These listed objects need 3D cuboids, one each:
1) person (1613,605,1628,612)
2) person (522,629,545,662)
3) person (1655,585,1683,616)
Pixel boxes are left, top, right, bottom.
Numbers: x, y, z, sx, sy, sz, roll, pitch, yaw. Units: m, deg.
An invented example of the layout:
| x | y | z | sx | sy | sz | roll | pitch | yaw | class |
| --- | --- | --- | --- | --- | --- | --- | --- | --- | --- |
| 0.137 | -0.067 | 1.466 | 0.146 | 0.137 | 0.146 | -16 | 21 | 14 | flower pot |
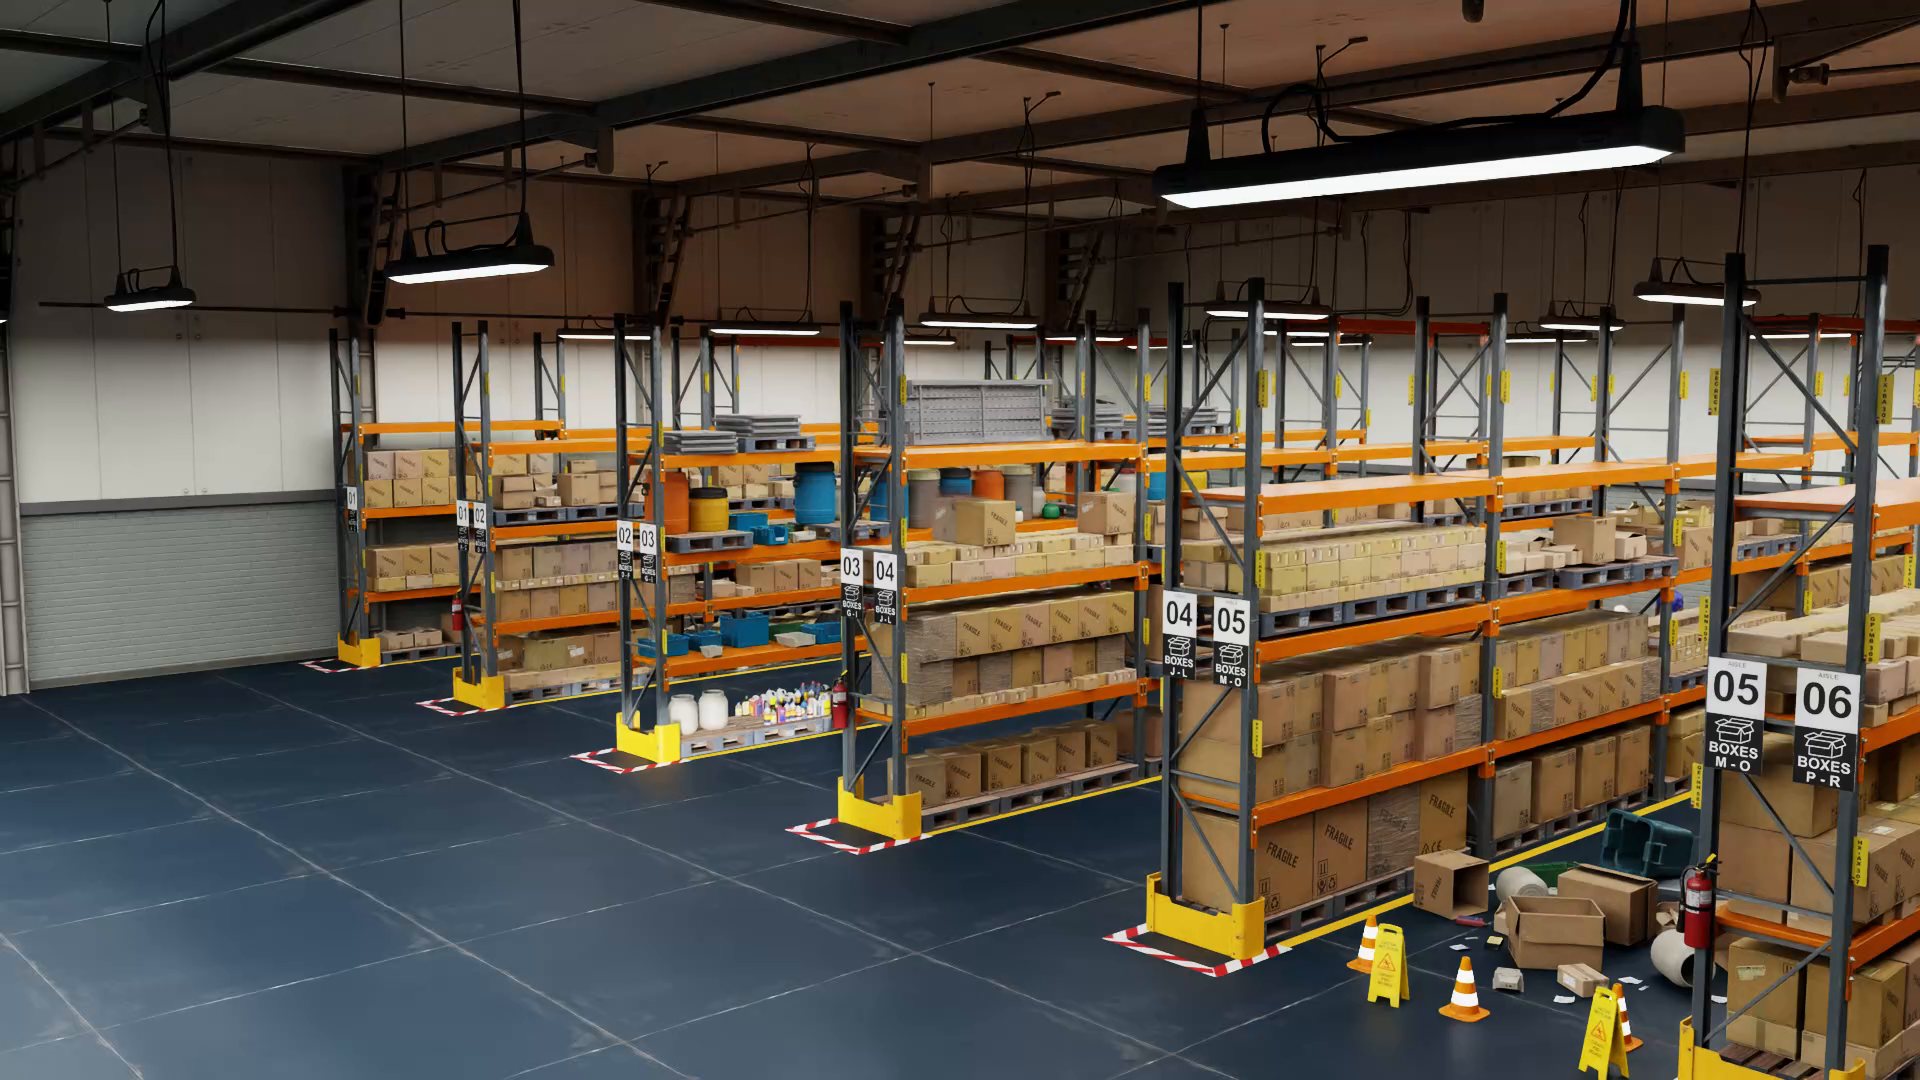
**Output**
| x | y | z | sx | sy | sz | roll | pitch | yaw | class |
| --- | --- | --- | --- | --- | --- | --- | --- | --- | --- |
| 9.843 | 1.829 | 24.897 | 0.555 | 1.706 | 1.082 | 5 | 8 | 43 | person |
| -7.470 | 1.474 | 29.398 | 0.498 | 1.540 | 0.899 | 4 | 7 | 32 | person |
| 12.492 | 1.448 | 29.302 | 0.450 | 1.582 | 1.064 | 2 | 6 | 19 | person |
